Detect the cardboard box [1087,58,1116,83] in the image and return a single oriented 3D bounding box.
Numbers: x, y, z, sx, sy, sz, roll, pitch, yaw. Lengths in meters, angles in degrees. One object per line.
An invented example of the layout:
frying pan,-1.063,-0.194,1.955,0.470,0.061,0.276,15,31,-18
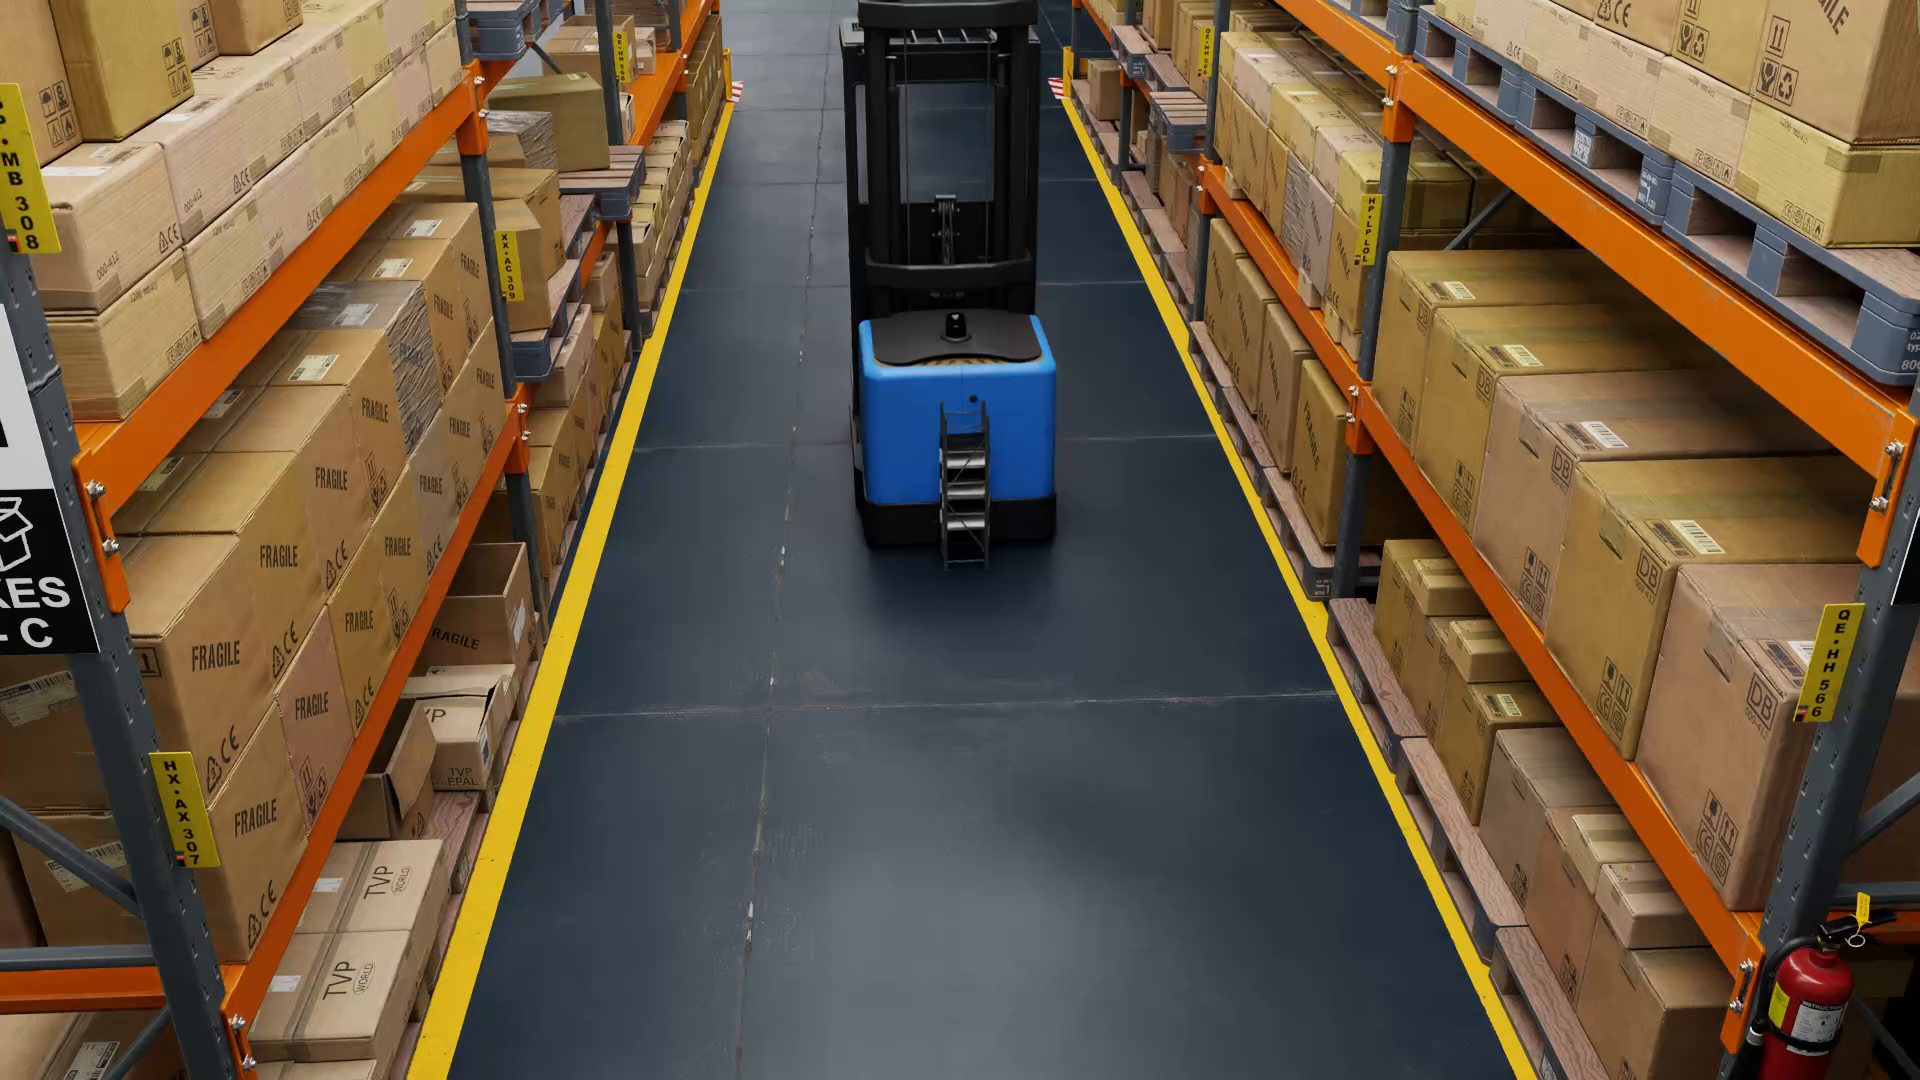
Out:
cardboard box,1.712,-5.165,18.341,0.500,0.311,0.500,-4,28,-8

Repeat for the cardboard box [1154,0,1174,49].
cardboard box,1.989,-4.382,13.824,0.700,0.500,0.500,1,28,3

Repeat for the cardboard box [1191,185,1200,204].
cardboard box,2.183,-2.448,12.927,0.700,0.500,0.500,-1,28,-3

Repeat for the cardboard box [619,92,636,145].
cardboard box,-2.617,-3.046,11.943,0.500,0.311,0.500,-2,28,-3

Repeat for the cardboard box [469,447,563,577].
cardboard box,-2.336,-0.137,8.496,0.500,0.500,0.500,-3,28,-5

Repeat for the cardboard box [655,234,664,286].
cardboard box,-2.524,-2.116,12.583,0.500,0.250,0.500,-2,28,-4

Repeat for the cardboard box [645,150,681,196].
cardboard box,-2.608,-3.080,13.825,0.500,0.311,0.500,-1,28,-3

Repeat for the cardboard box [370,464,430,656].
cardboard box,-2.185,0.070,5.764,0.500,0.500,0.500,-1,28,-2

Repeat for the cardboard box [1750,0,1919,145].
cardboard box,2.291,-1.253,3.953,0.500,0.500,0.500,-1,28,-3

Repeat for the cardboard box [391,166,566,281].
cardboard box,-2.455,-1.591,8.495,0.700,0.500,0.500,3,28,5

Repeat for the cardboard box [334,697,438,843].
cardboard box,-2.451,0.959,6.392,0.797,0.503,0.637,-1,28,-3

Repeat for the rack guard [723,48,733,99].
rack guard,-3.182,-5.265,18.804,1.175,0.500,0.348,-1,28,-3

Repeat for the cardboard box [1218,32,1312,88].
cardboard box,1.951,-3.078,10.645,0.500,0.250,0.500,-1,28,-1

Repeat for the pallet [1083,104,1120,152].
pallet,1.838,-4.274,17.217,1.003,0.211,1.213,-1,28,-3

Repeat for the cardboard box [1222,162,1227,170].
cardboard box,1.969,-2.529,11.105,0.380,0.149,0.250,-2,28,-3

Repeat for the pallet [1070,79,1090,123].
pallet,1.777,-4.836,18.294,1.003,0.211,1.213,-1,28,-3

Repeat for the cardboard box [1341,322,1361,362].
cardboard box,2.092,-0.989,8.152,0.380,0.149,0.250,-1,28,-2

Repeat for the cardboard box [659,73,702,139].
cardboard box,-2.684,-4.036,15.454,0.500,0.500,0.500,-1,28,-3

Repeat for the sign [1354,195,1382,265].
sign,1.851,-1.403,7.529,0.100,0.325,0.005,-1,28,-3

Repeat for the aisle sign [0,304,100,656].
aisle sign,-2.049,-0.102,3.390,0.394,0.787,0.004,-1,28,-3

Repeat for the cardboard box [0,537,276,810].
cardboard box,-2.105,0.328,4.189,0.500,0.500,0.500,-1,28,-1

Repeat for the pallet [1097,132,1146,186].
pallet,1.904,-3.709,16.134,1.003,0.211,1.213,-1,28,-3

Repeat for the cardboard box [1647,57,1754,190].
cardboard box,2.270,-1.161,4.588,0.500,0.250,0.500,-2,28,-5

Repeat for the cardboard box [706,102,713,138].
cardboard box,-2.736,-4.166,16.513,0.500,0.250,0.500,-1,28,-3

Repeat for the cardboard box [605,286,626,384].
cardboard box,-2.480,-1.328,10.781,0.500,0.500,0.500,0,28,-1

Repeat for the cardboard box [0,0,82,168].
cardboard box,-2.389,-1.028,3.544,0.700,0.500,0.500,-1,28,-3

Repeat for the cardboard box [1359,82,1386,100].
cardboard box,2.540,-2.392,9.331,0.500,0.250,0.500,-2,28,-4

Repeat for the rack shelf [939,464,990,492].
rack shelf,0.023,-0.329,8.786,0.258,0.077,0.200,-2,28,-5

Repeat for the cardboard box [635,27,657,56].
cardboard box,-2.903,-4.222,14.264,0.500,0.250,0.500,0,28,1

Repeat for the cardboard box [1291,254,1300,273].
cardboard box,2.069,-1.577,9.279,0.380,0.149,0.250,-2,28,-4

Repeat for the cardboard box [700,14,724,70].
cardboard box,-2.856,-5.421,18.109,0.500,0.500,0.500,-1,28,-3

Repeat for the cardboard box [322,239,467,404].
cardboard box,-2.240,-0.845,6.436,0.500,0.500,0.500,-2,28,-4

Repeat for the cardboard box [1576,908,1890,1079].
cardboard box,2.465,1.507,5.367,0.700,0.500,0.500,-1,28,-3

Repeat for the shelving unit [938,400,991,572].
shelving unit,0.023,-0.279,8.812,0.258,0.900,0.210,-2,28,-5

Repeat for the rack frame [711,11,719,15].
rack frame,-3.181,-6.362,18.205,1.000,3.000,0.127,-1,28,-3

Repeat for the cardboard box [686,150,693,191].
cardboard box,-2.661,-3.298,14.848,0.500,0.250,0.500,-2,28,-3

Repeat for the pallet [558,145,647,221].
pallet,-2.658,-2.271,10.569,1.213,0.211,1.003,-1,28,-3

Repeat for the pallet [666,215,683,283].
pallet,-2.828,-2.375,13.575,1.003,0.211,1.213,-1,28,-3

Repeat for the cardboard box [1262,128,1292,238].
cardboard box,2.031,-2.032,9.451,0.500,0.500,0.500,-1,28,-1

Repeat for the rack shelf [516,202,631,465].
rack shelf,-2.659,-1.425,9.517,1.077,0.370,4.000,-1,28,-3

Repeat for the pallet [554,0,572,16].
pallet,-2.576,-2.849,8.428,1.213,0.211,1.003,-1,28,-3

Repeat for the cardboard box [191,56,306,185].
cardboard box,-2.164,-1.164,4.616,0.500,0.250,0.500,-1,28,-3

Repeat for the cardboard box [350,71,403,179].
cardboard box,-2.213,-1.404,5.617,0.500,0.250,0.500,-1,28,-3

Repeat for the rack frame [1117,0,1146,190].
rack frame,1.975,-4.636,14.896,1.000,3.000,0.127,-1,28,-3

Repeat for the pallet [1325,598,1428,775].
pallet,2.354,0.647,7.780,1.003,0.211,1.213,-1,28,-3

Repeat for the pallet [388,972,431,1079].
pallet,-2.392,1.860,5.456,1.003,0.211,1.213,-1,28,-3

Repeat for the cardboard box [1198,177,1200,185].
cardboard box,2.127,-2.804,12.800,0.500,0.250,0.500,-1,28,-2

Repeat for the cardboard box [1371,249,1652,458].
cardboard box,2.404,-0.824,7.262,0.980,0.700,0.700,-1,28,-2

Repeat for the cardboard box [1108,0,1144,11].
cardboard box,1.641,-5.122,15.157,0.500,0.500,0.500,-1,28,-3

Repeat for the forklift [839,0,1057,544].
forklift,-0.123,-1.927,9.776,1.130,2.935,3.031,-2,28,-5

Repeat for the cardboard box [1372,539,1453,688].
cardboard box,2.329,0.328,7.626,0.700,0.500,0.500,-1,28,-2

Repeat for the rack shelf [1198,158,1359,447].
rack shelf,2.288,-1.547,9.750,1.077,0.370,4.000,-1,28,-3

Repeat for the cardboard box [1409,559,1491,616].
cardboard box,2.165,0.203,7.165,0.380,0.149,0.250,0,28,-1

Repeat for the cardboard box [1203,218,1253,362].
cardboard box,2.091,-1.680,11.097,0.750,0.750,0.750,-2,28,-3
